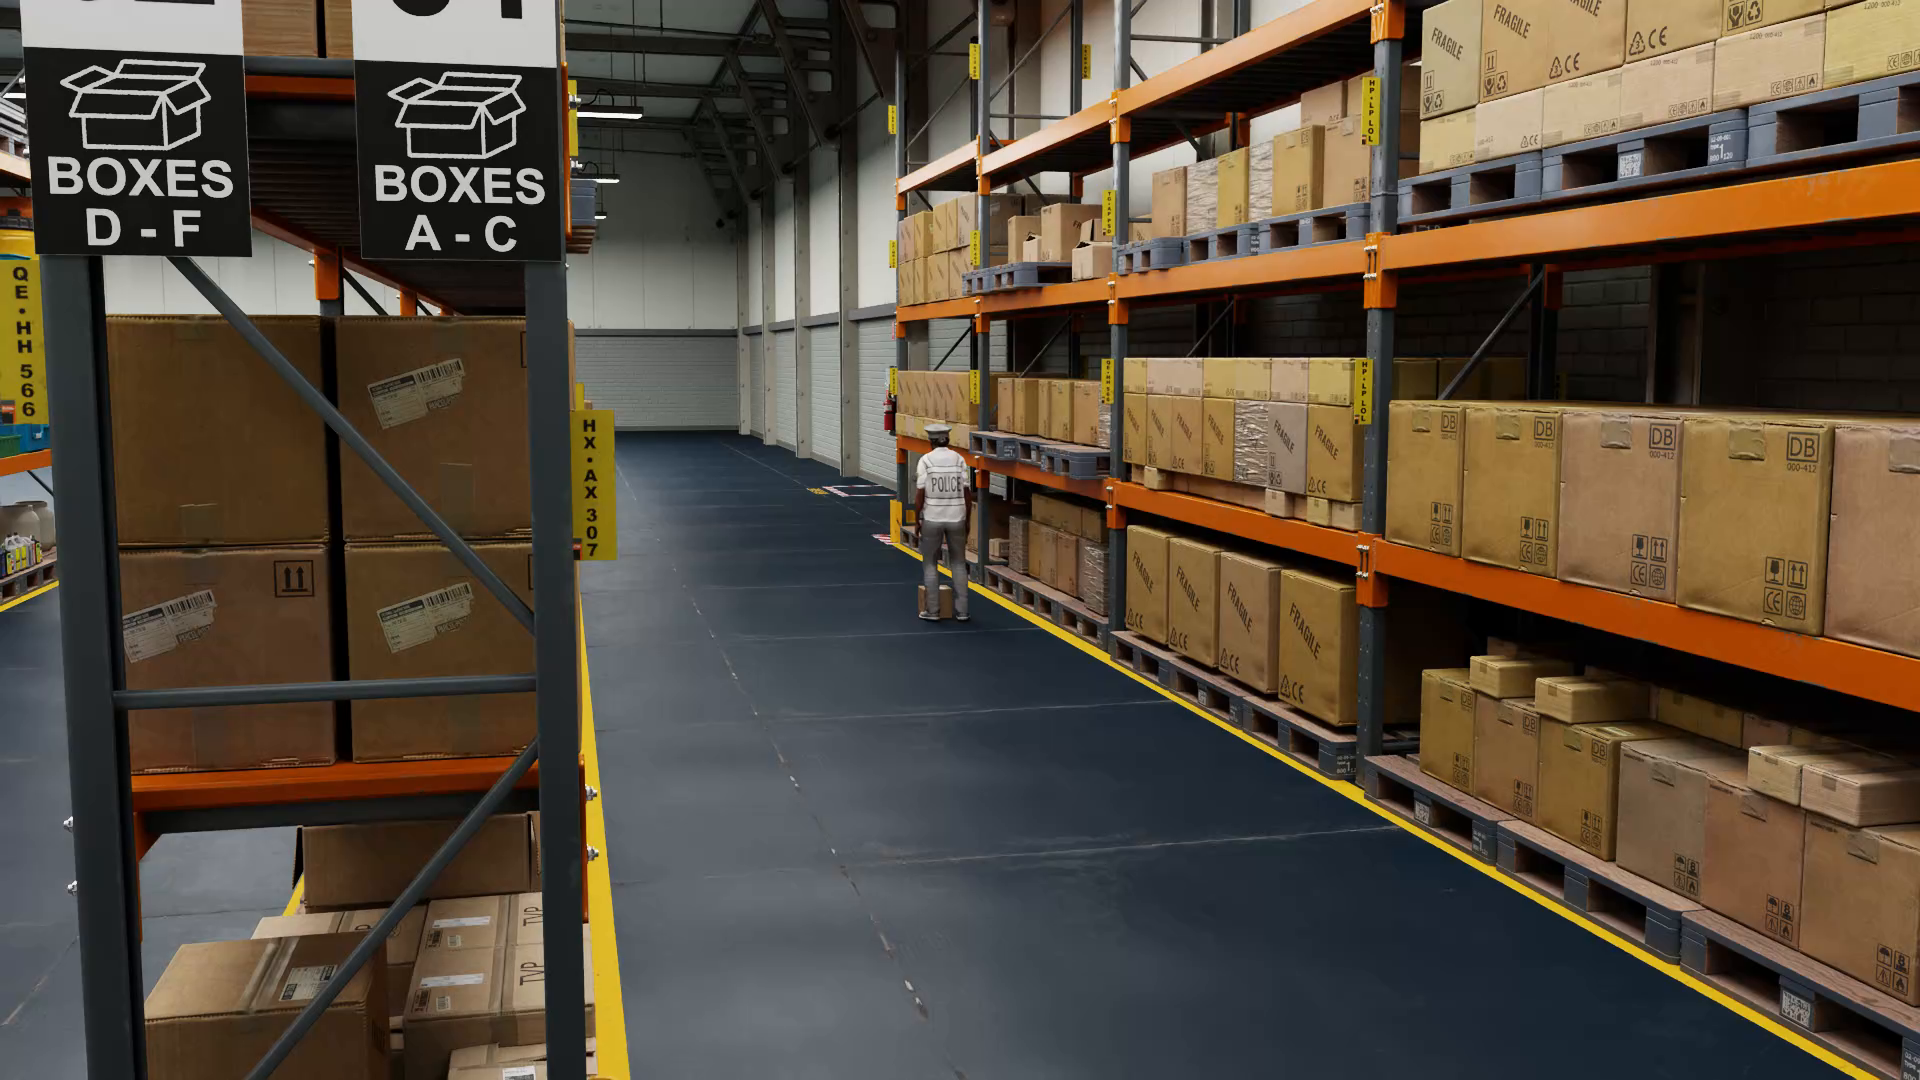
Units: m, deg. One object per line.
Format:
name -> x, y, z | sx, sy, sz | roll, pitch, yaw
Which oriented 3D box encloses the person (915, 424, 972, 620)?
person -> -0.142, -0.143, 14.009 | 0.503, 1.656, 0.421 | -2, 6, -14
